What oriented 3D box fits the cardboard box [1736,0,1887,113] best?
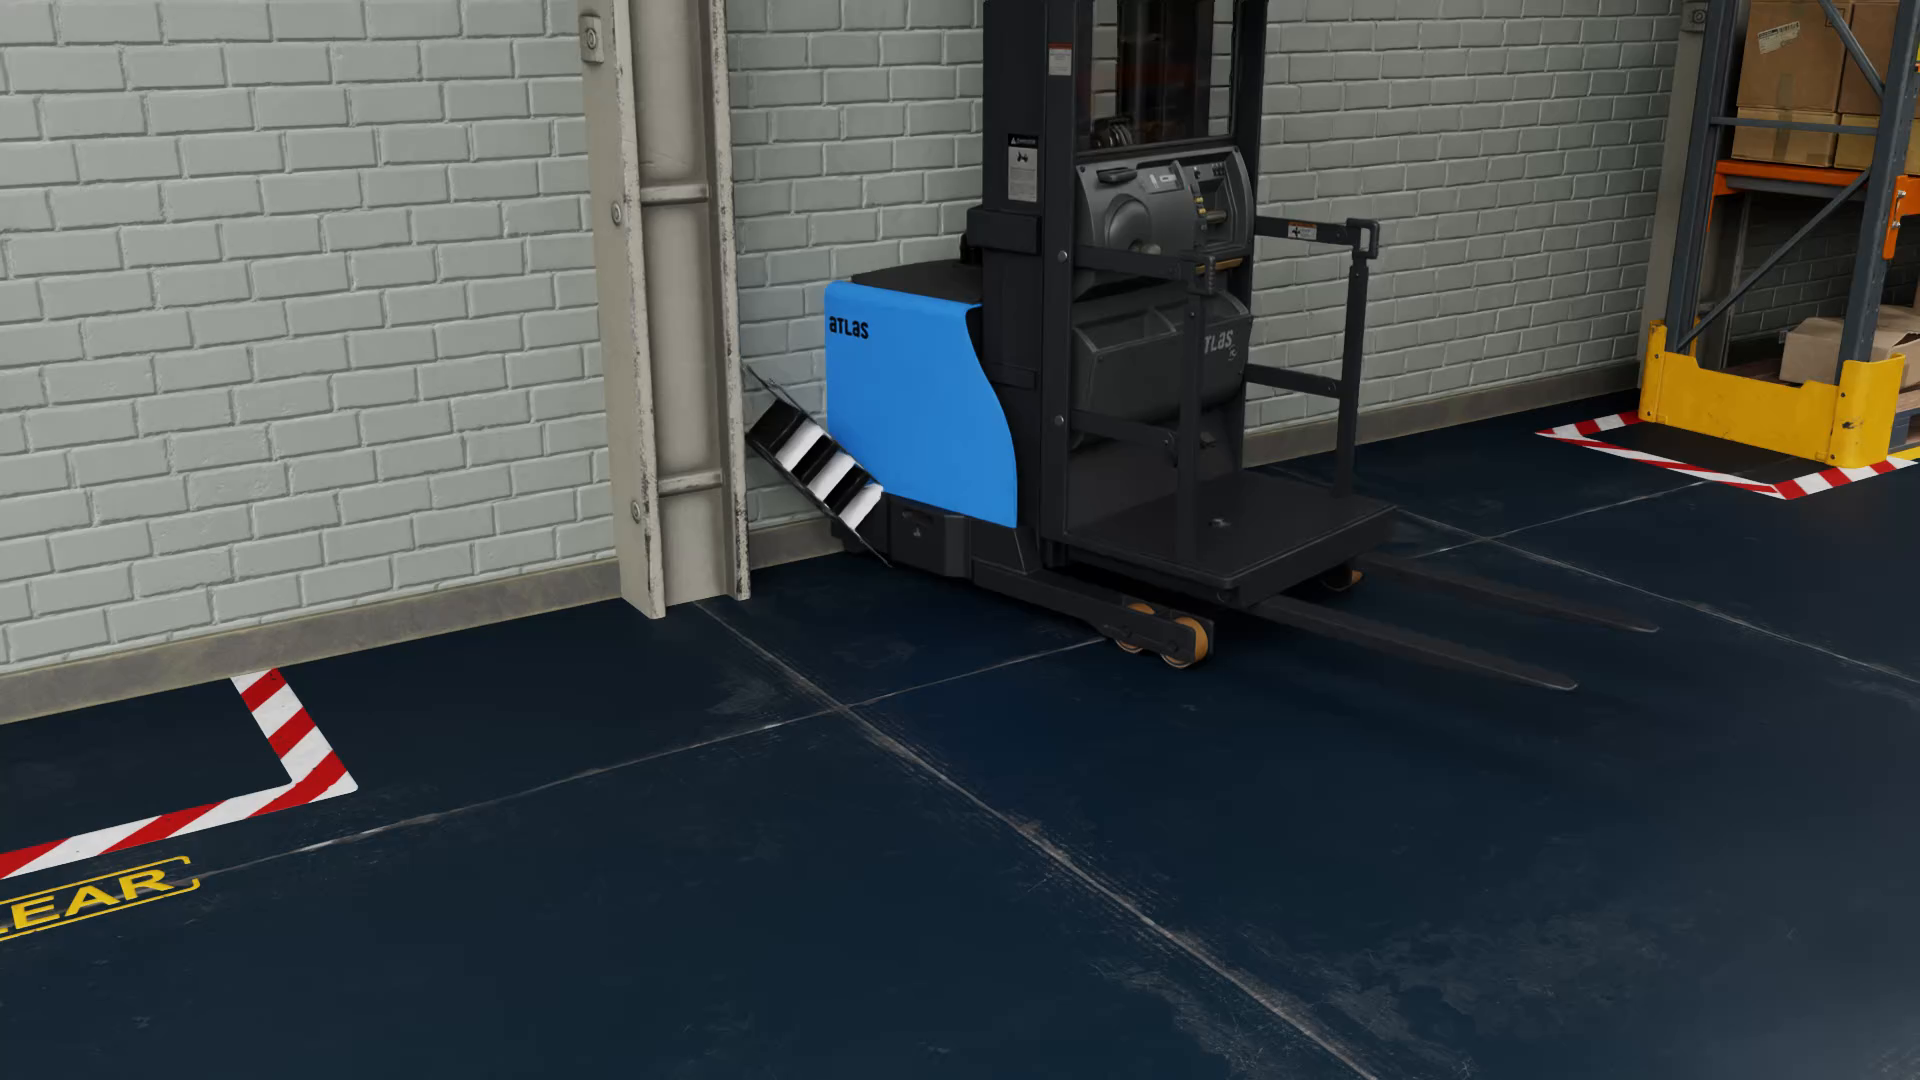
[{"bbox_3d":[4.164,-2.351,8.047,0.500,0.500,0.500,-12,22,-32],"label":"cardboard box"}]

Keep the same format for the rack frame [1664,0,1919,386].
[{"bbox_3d":[3.887,-1.917,7.732,0.127,3.000,1.000,-12,22,-31],"label":"rack frame"}]

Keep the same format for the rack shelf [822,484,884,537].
[{"bbox_3d":[-0.398,-0.142,6.407,0.200,0.077,0.258,-50,32,-7],"label":"rack shelf"}]

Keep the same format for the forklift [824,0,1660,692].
[{"bbox_3d":[0.871,-1.154,5.582,3.031,2.935,1.130,17,25,40],"label":"forklift"}]

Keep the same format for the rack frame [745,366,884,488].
[{"bbox_3d":[-0.464,-0.346,6.308,0.006,0.900,0.240,-50,32,-7],"label":"rack frame"}]

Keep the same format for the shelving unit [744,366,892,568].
[{"bbox_3d":[-0.529,-0.268,6.296,0.210,0.900,0.258,-50,32,-7],"label":"shelving unit"}]

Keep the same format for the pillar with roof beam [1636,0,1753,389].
[{"bbox_3d":[6.364,-3.962,4.414,0.400,9.000,9.100,-12,22,-31],"label":"pillar with roof beam"}]

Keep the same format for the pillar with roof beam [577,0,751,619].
[{"bbox_3d":[1.353,-2.905,1.288,0.400,9.000,9.100,-12,22,-31],"label":"pillar with roof beam"}]

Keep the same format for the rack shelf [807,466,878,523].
[{"bbox_3d":[-0.453,-0.195,6.360,0.200,0.077,0.258,-50,32,-7],"label":"rack shelf"}]

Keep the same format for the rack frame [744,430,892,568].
[{"bbox_3d":[-0.593,-0.191,6.283,0.006,0.900,0.240,-50,32,-7],"label":"rack frame"}]

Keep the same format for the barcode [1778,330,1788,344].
[{"bbox_3d":[4.310,-1.064,8.706,0.075,0.075,0.001,-12,22,-31],"label":"barcode"}]

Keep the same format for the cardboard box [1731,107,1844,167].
[{"bbox_3d":[4.171,-1.990,8.150,0.500,0.250,0.500,-12,22,-31],"label":"cardboard box"}]

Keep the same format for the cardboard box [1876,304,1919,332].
[{"bbox_3d":[4.991,-1.050,8.679,0.500,0.311,0.500,-10,21,-27],"label":"cardboard box"}]

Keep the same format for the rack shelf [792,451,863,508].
[{"bbox_3d":[-0.508,-0.248,6.313,0.200,0.077,0.258,-50,32,-7],"label":"rack shelf"}]

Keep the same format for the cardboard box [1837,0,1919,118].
[{"bbox_3d":[4.451,-2.215,7.644,0.500,0.500,0.500,-12,22,-31],"label":"cardboard box"}]

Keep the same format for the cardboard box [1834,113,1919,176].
[{"bbox_3d":[4.469,-1.857,7.756,0.500,0.250,0.500,-13,22,-33],"label":"cardboard box"}]

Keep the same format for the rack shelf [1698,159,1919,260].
[{"bbox_3d":[5.558,-1.929,8.889,4.000,0.370,1.077,-12,22,-31],"label":"rack shelf"}]

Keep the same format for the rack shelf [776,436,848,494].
[{"bbox_3d":[-0.563,-0.302,6.266,0.200,0.077,0.258,-50,32,-7],"label":"rack shelf"}]

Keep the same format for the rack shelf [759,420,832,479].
[{"bbox_3d":[-0.618,-0.355,6.219,0.200,0.077,0.258,-50,32,-7],"label":"rack shelf"}]

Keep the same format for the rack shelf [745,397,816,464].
[{"bbox_3d":[-0.673,-0.408,6.171,0.200,0.077,0.258,-50,32,-7],"label":"rack shelf"}]

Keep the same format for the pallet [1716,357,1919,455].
[{"bbox_3d":[4.649,-0.743,8.614,1.213,0.211,1.003,-12,22,-31],"label":"pallet"}]

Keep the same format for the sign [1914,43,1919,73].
[{"bbox_3d":[4.186,-2.182,7.164,0.005,0.325,0.100,-12,22,-31],"label":"sign"}]

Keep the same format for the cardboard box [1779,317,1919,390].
[{"bbox_3d":[4.515,-0.950,8.382,0.500,0.311,0.500,-15,24,-37],"label":"cardboard box"}]

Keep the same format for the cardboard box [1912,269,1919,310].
[{"bbox_3d":[5.631,-1.255,8.991,0.500,0.500,0.700,-14,23,-35],"label":"cardboard box"}]

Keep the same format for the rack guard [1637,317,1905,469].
[{"bbox_3d":[3.951,-0.746,8.172,0.348,0.500,1.175,-12,22,-31],"label":"rack guard"}]
